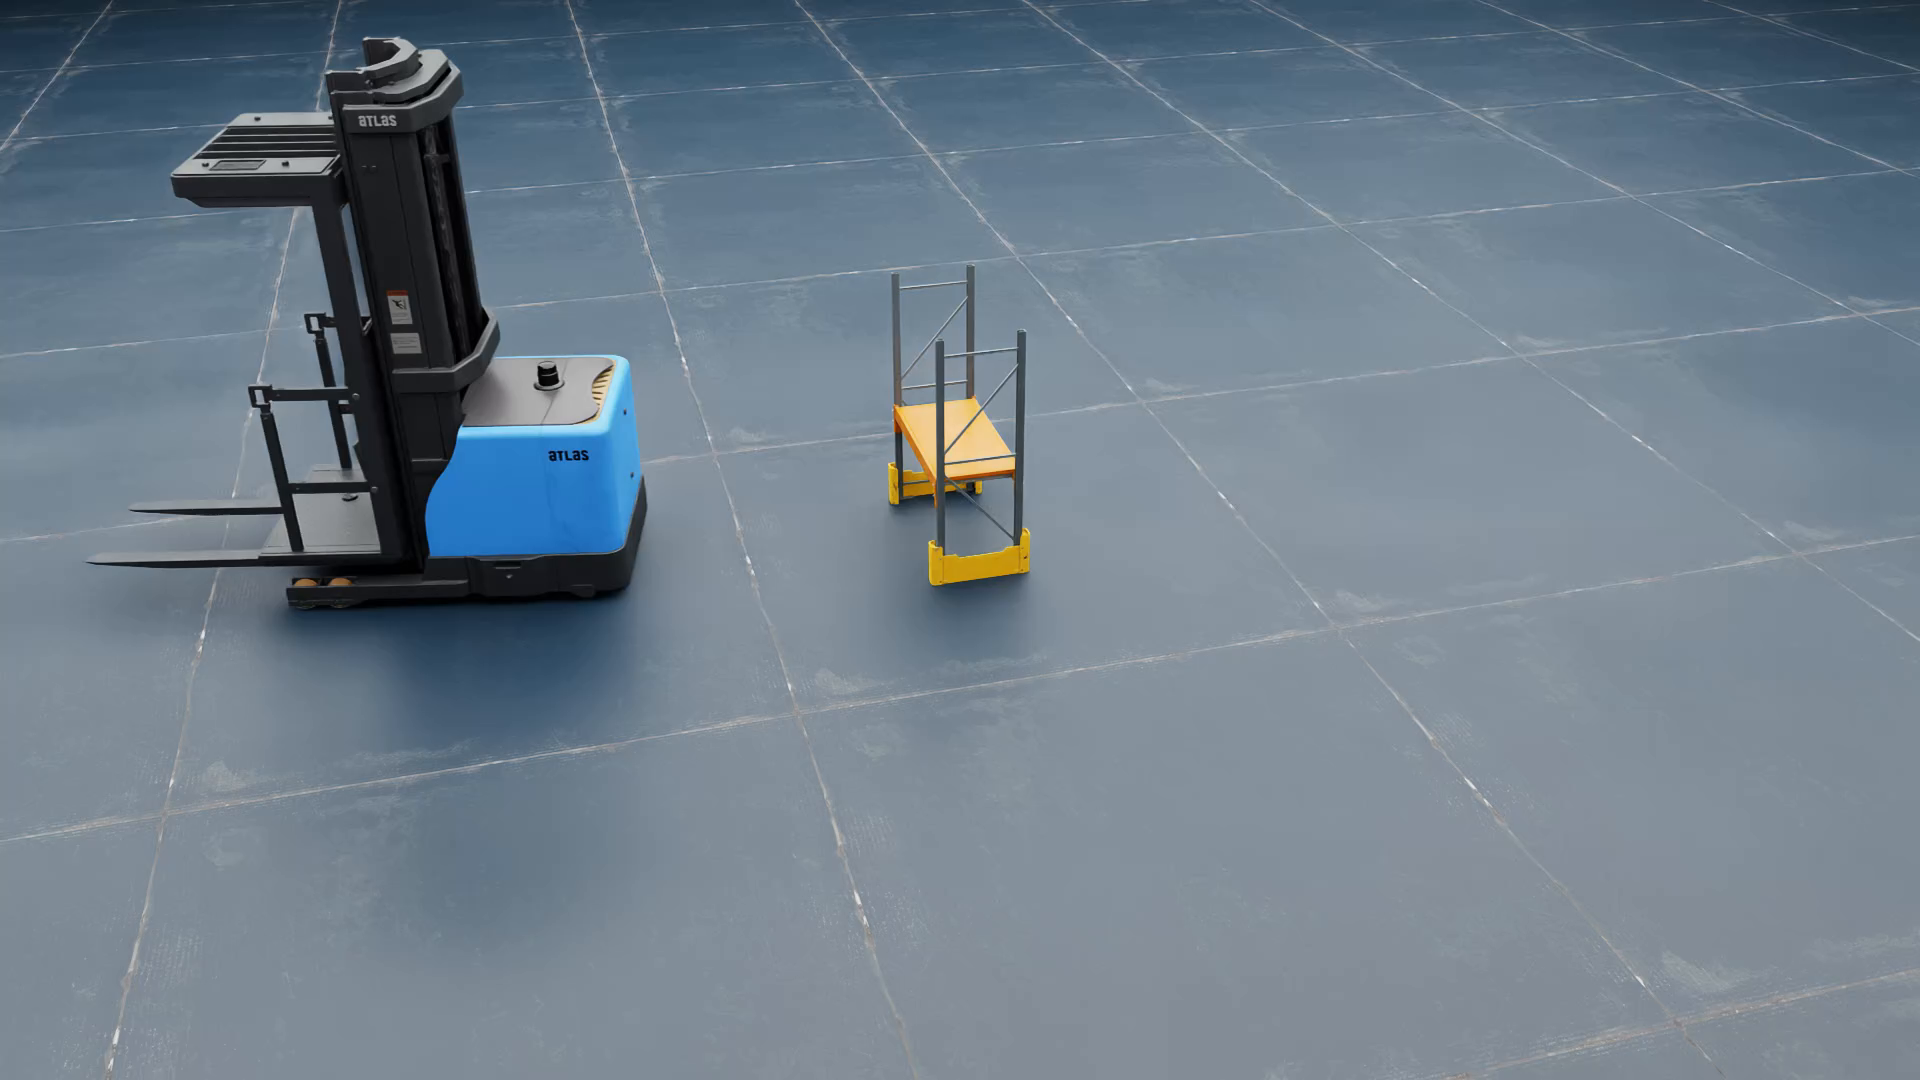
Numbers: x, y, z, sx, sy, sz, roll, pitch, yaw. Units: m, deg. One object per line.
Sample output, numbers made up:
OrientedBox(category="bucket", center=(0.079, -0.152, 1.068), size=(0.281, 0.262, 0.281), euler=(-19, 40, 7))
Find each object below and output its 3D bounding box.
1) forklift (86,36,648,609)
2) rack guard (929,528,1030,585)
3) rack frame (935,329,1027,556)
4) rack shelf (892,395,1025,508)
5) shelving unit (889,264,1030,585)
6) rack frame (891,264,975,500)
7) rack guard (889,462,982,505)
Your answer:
OrientedBox(category="forklift", center=(-3.406, -1.154, 9.048), size=(3.031, 2.935, 1.130), euler=(-1, 30, -2))
OrientedBox(category="rack guard", center=(0.112, 0.096, 9.567), size=(0.587, 0.250, 0.087), euler=(-8, 31, -13))
OrientedBox(category="rack frame", center=(0.112, -0.445, 9.252), size=(0.500, 1.500, 0.032), euler=(-8, 31, -13))
OrientedBox(category="rack shelf", center=(-0.023, -0.535, 9.767), size=(0.538, 0.185, 1.000), euler=(-8, 31, -13))
OrientedBox(category="shelving unit", center=(-0.020, -0.686, 9.669), size=(0.587, 1.500, 1.083), euler=(-8, 31, -13))
OrientedBox(category="rack frame", center=(-0.158, -0.936, 10.101), size=(0.500, 1.500, 0.032), euler=(-8, 31, -13))
OrientedBox(category="rack guard", center=(-0.152, -0.386, 10.398), size=(0.587, 0.250, 0.087), euler=(-8, 31, -13))
